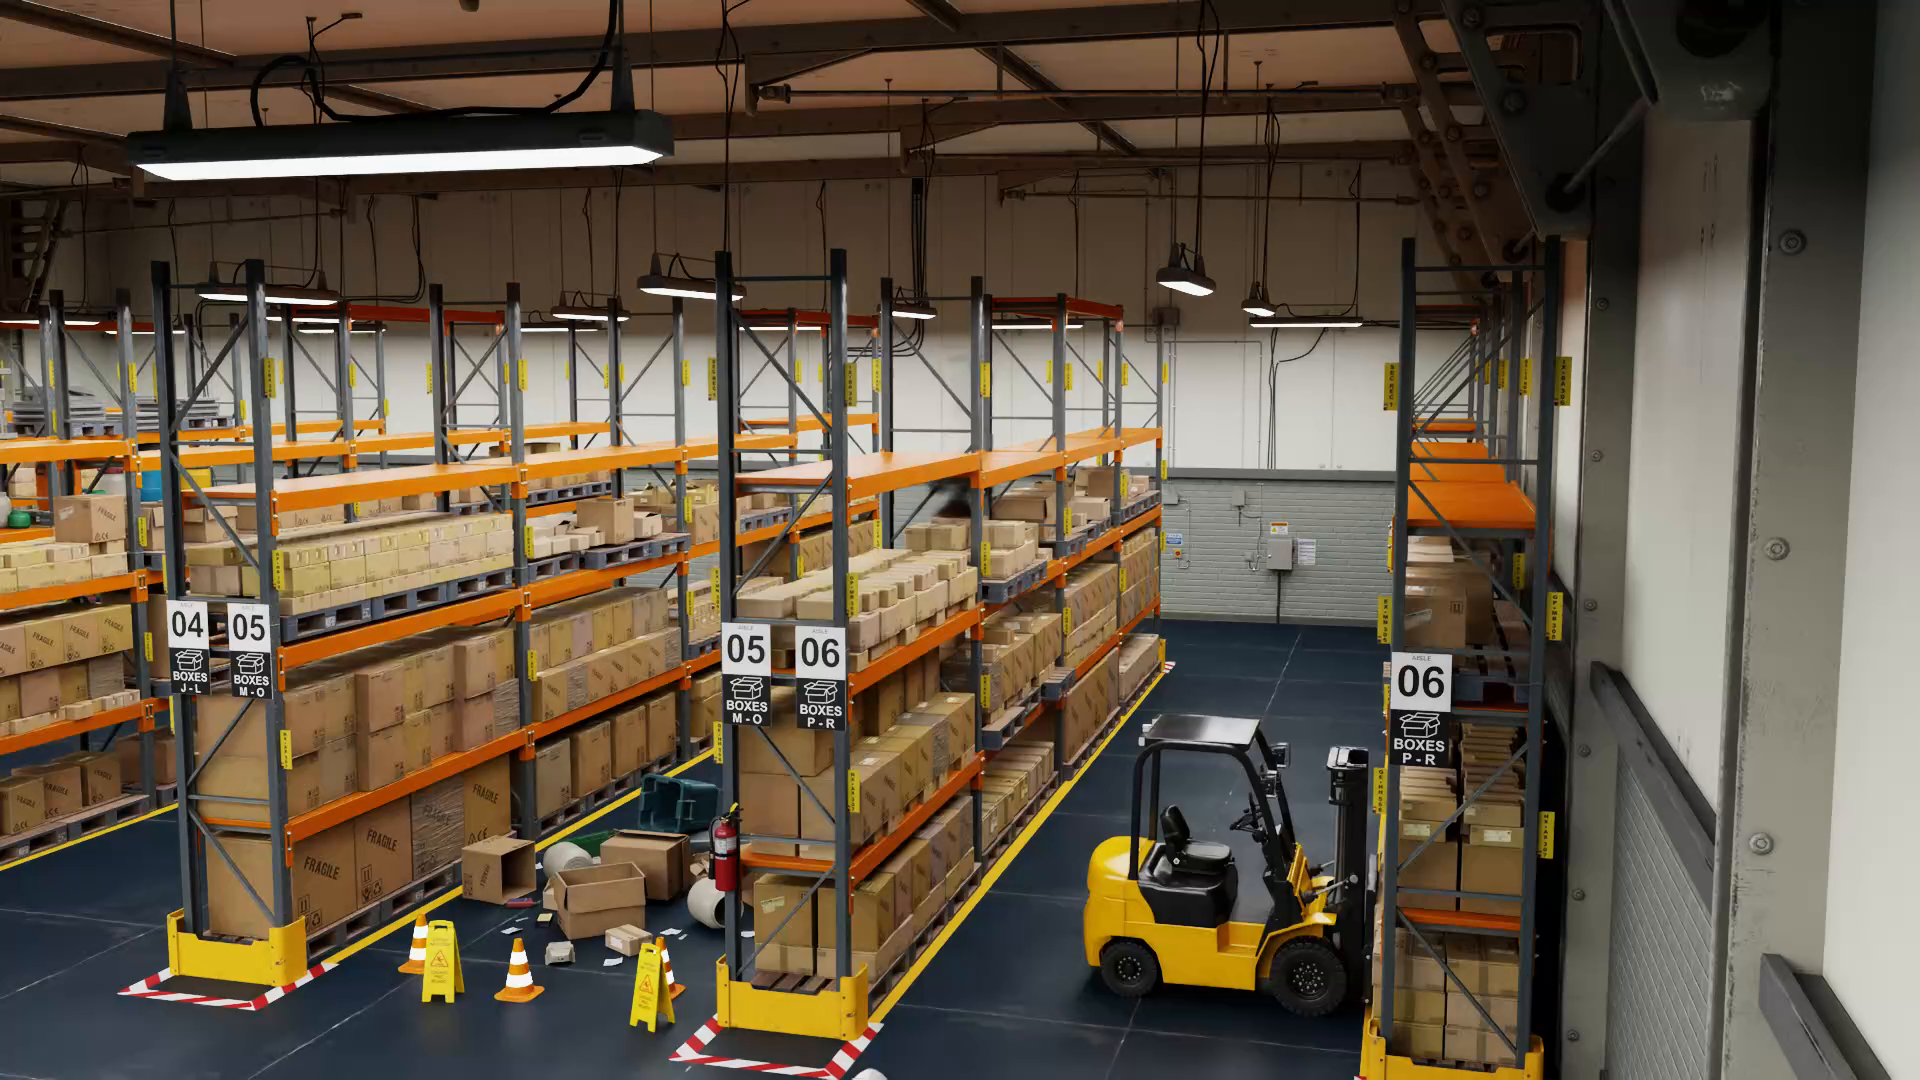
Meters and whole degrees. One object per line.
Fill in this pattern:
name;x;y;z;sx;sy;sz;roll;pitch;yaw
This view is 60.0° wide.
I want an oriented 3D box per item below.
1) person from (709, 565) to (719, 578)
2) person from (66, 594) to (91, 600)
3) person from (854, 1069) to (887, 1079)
person;-4.191;1.304;28.569;0.702;1.758;1.019;1;6;9
person;-15.317;1.262;28.543;0.640;1.795;0.890;1;6;12
person;-0.385;3.424;8.049;0.629;1.817;0.912;0;6;3
